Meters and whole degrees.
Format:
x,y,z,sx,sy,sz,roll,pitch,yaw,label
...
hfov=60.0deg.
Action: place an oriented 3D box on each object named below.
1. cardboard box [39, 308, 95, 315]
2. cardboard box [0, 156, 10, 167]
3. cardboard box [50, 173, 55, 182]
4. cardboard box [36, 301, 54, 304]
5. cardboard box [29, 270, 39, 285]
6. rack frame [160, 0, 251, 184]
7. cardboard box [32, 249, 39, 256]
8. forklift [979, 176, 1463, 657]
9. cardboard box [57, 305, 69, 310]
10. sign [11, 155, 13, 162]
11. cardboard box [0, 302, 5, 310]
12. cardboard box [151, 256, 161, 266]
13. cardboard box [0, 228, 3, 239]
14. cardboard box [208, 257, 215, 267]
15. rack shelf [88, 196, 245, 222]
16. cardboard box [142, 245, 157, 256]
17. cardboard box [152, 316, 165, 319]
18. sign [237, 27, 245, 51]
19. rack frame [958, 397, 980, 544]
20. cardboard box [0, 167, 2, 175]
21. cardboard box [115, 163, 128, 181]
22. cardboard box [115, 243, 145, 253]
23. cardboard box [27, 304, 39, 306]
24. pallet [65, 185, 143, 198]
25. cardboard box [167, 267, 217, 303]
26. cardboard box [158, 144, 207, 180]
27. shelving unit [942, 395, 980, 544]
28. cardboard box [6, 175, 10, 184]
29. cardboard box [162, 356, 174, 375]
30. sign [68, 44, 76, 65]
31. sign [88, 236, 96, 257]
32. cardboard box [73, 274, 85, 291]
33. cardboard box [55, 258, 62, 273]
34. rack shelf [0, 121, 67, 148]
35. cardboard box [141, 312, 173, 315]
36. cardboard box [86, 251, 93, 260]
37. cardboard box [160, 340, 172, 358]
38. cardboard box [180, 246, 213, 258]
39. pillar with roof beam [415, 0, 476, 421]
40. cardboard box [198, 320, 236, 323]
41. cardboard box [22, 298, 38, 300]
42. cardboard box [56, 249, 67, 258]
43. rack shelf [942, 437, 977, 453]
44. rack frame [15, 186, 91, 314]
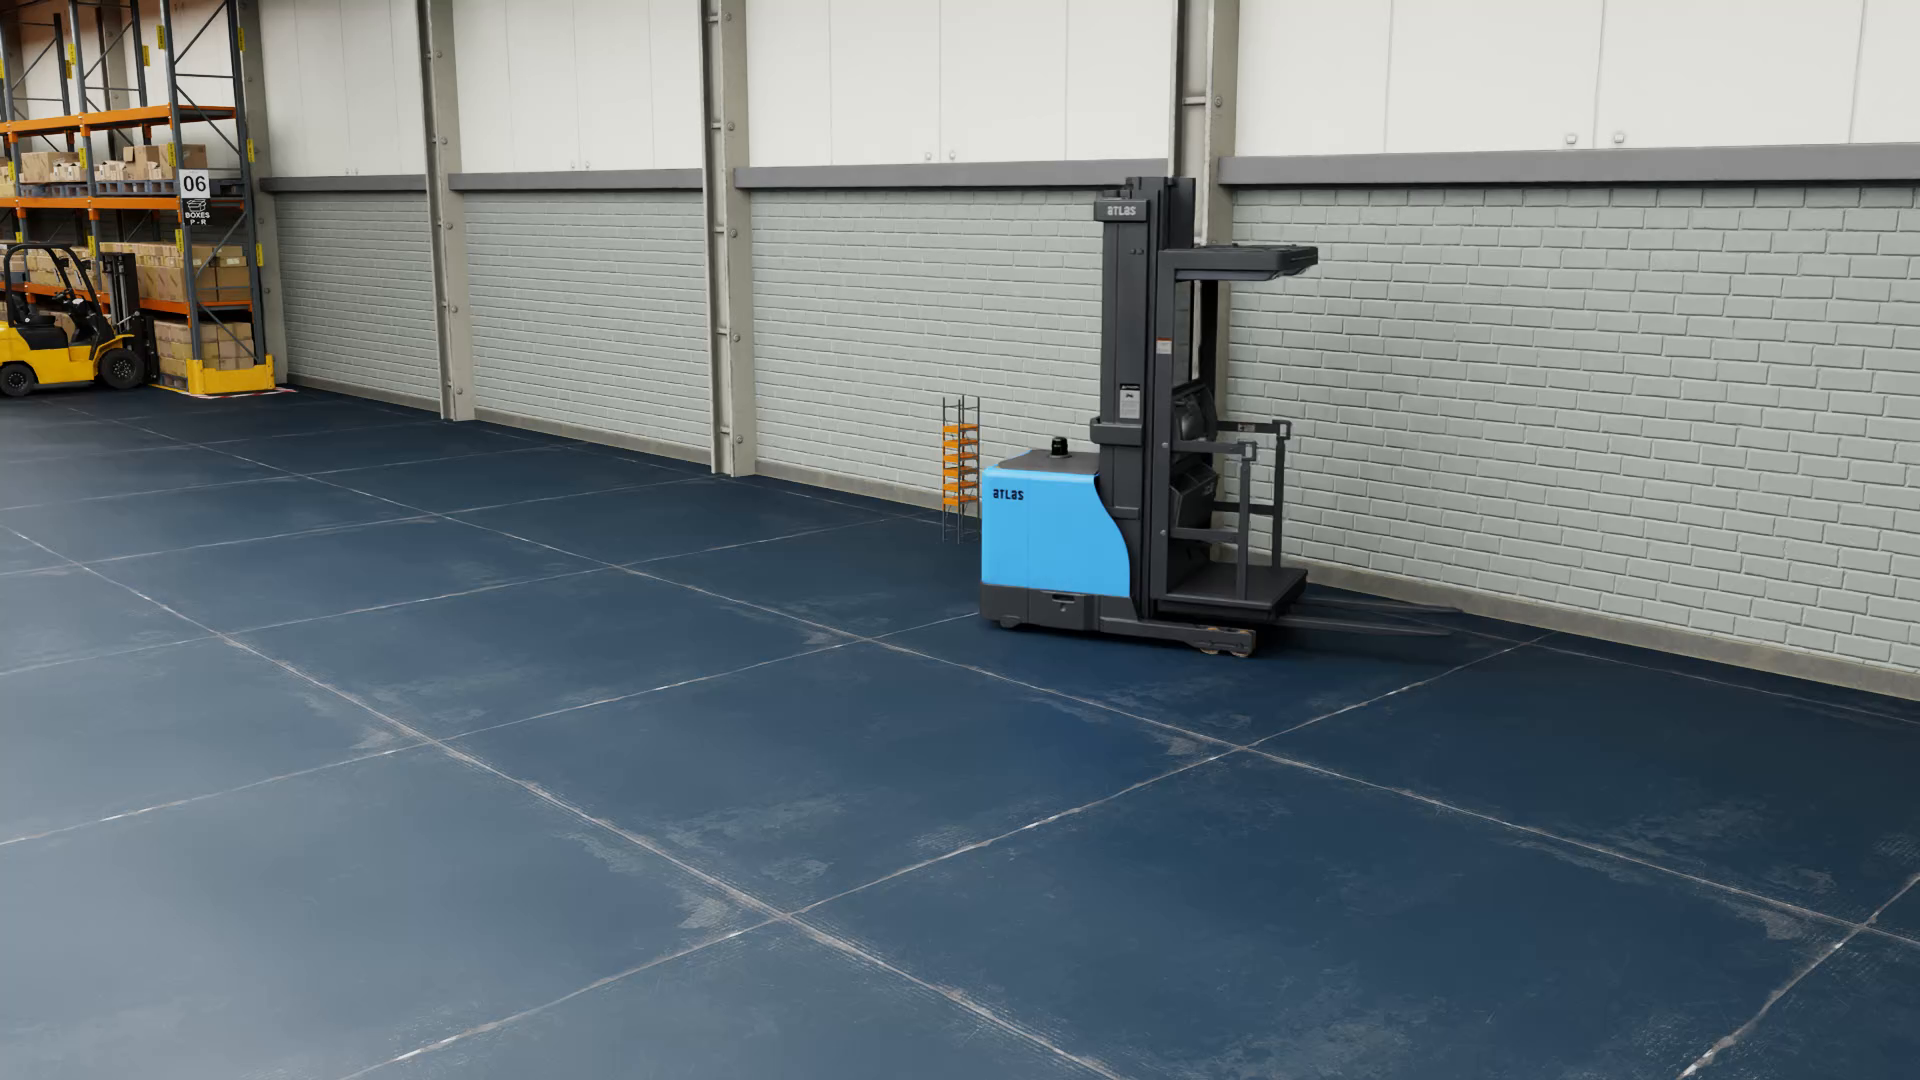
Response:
x,y,z,sx,sy,sz,roll,pitch,yaw,label
-15.905,-3.805,29.790,0.875,0.625,0.625,-10,15,-41,cardboard box
-18.621,-7.319,32.141,0.396,0.266,0.258,-11,16,-43,cardboard box
-15.075,-6.103,28.001,0.380,0.149,0.250,-11,16,-43,cardboard box
-17.392,-4.455,31.649,0.380,0.149,0.250,-11,16,-42,cardboard box
-16.196,-4.683,29.580,0.500,0.250,0.500,-11,16,-42,cardboard box
-10.801,-6.626,23.772,1.000,3.000,0.127,-11,16,-43,rack frame
-16.133,-5.096,29.355,0.380,0.149,0.250,-10,16,-41,cardboard box
1.695,-0.826,10.656,3.031,2.935,1.130,5,13,22,forklift
-16.461,-4.274,30.769,0.380,0.149,0.250,-10,15,-40,cardboard box
-18.689,-7.432,32.861,0.100,0.325,0.005,-11,16,-43,sign
-18.086,-4.467,31.706,0.380,0.149,0.250,-10,15,-41,cardboard box
-11.958,-4.216,25.084,0.250,0.149,0.380,11,16,43,cardboard box
-19.924,-6.133,34.022,0.500,0.500,0.500,11,16,44,cardboard box
-11.064,-4.167,24.849,0.380,0.149,0.250,-11,16,-43,cardboard box
-12.182,-5.096,25.564,1.077,0.370,4.000,-11,16,-43,rack shelf
-12.155,-4.395,25.219,0.380,0.149,0.250,-10,16,-41,cardboard box
-12.759,-3.359,26.076,0.500,0.250,0.500,-10,15,-41,cardboard box
-10.395,-7.237,24.033,0.100,0.325,0.005,-11,16,-43,sign
0.073,-0.572,13.715,0.240,1.200,0.006,-11,16,-43,rack frame
-17.497,-6.754,30.472,0.380,0.149,0.250,-11,16,-44,cardboard box
-12.758,-5.671,25.612,0.258,0.266,0.396,11,16,44,cardboard box
-13.026,-4.583,26.128,0.380,0.149,0.250,-10,16,-41,cardboard box
-17.211,-4.271,30.756,0.250,0.149,0.380,11,16,43,cardboard box
-14.182,-5.774,27.543,1.217,0.209,0.805,11,16,43,pallet
-11.331,-3.772,24.538,0.500,0.500,0.500,-11,16,-44,cardboard box
-11.283,-5.491,24.161,0.500,0.500,0.500,-10,15,-41,cardboard box
0.010,-0.586,13.780,0.258,1.200,0.189,-11,16,-43,shelving unit
-17.073,-6.547,30.205,0.380,0.149,0.250,-10,16,-41,cardboard box
-11.691,-2.645,25.090,0.500,0.250,0.500,-11,16,-43,cardboard box
-13.948,-7.629,26.128,0.100,0.325,0.005,-11,16,-43,sign
-13.949,-4.723,26.728,0.100,0.325,0.005,-11,16,-43,sign
-14.452,-4.308,27.758,0.500,0.250,0.500,-11,16,-43,cardboard box
-15.132,-4.705,28.446,0.500,0.250,0.500,-11,16,-42,cardboard box
-17.707,-7.537,30.969,1.077,0.370,4.000,-11,16,-43,rack shelf
-13.084,-3.575,27.127,0.500,0.250,0.500,-10,16,-41,cardboard box
-14.151,-4.692,27.398,0.380,0.149,0.250,-11,16,-43,cardboard box
-11.702,-2.894,25.058,0.500,0.250,0.500,-11,16,-43,cardboard box
-11.201,-4.223,24.383,0.380,0.149,0.250,-11,16,-42,cardboard box
-9.600,-5.378,17.713,9.100,9.000,0.400,-11,16,-43,pillar with roof beam
-11.344,-3.205,25.331,0.500,0.250,0.500,-11,16,-42,cardboard box
-18.266,-4.653,32.607,0.380,0.149,0.250,-11,16,-42,cardboard box
-15.103,-4.867,28.248,0.250,0.149,0.380,11,16,44,cardboard box
0.010,-0.777,13.741,0.258,0.103,0.180,-11,16,-43,rack shelf
-16.326,-4.855,30.044,1.000,3.000,0.127,-11,16,-43,rack frame
